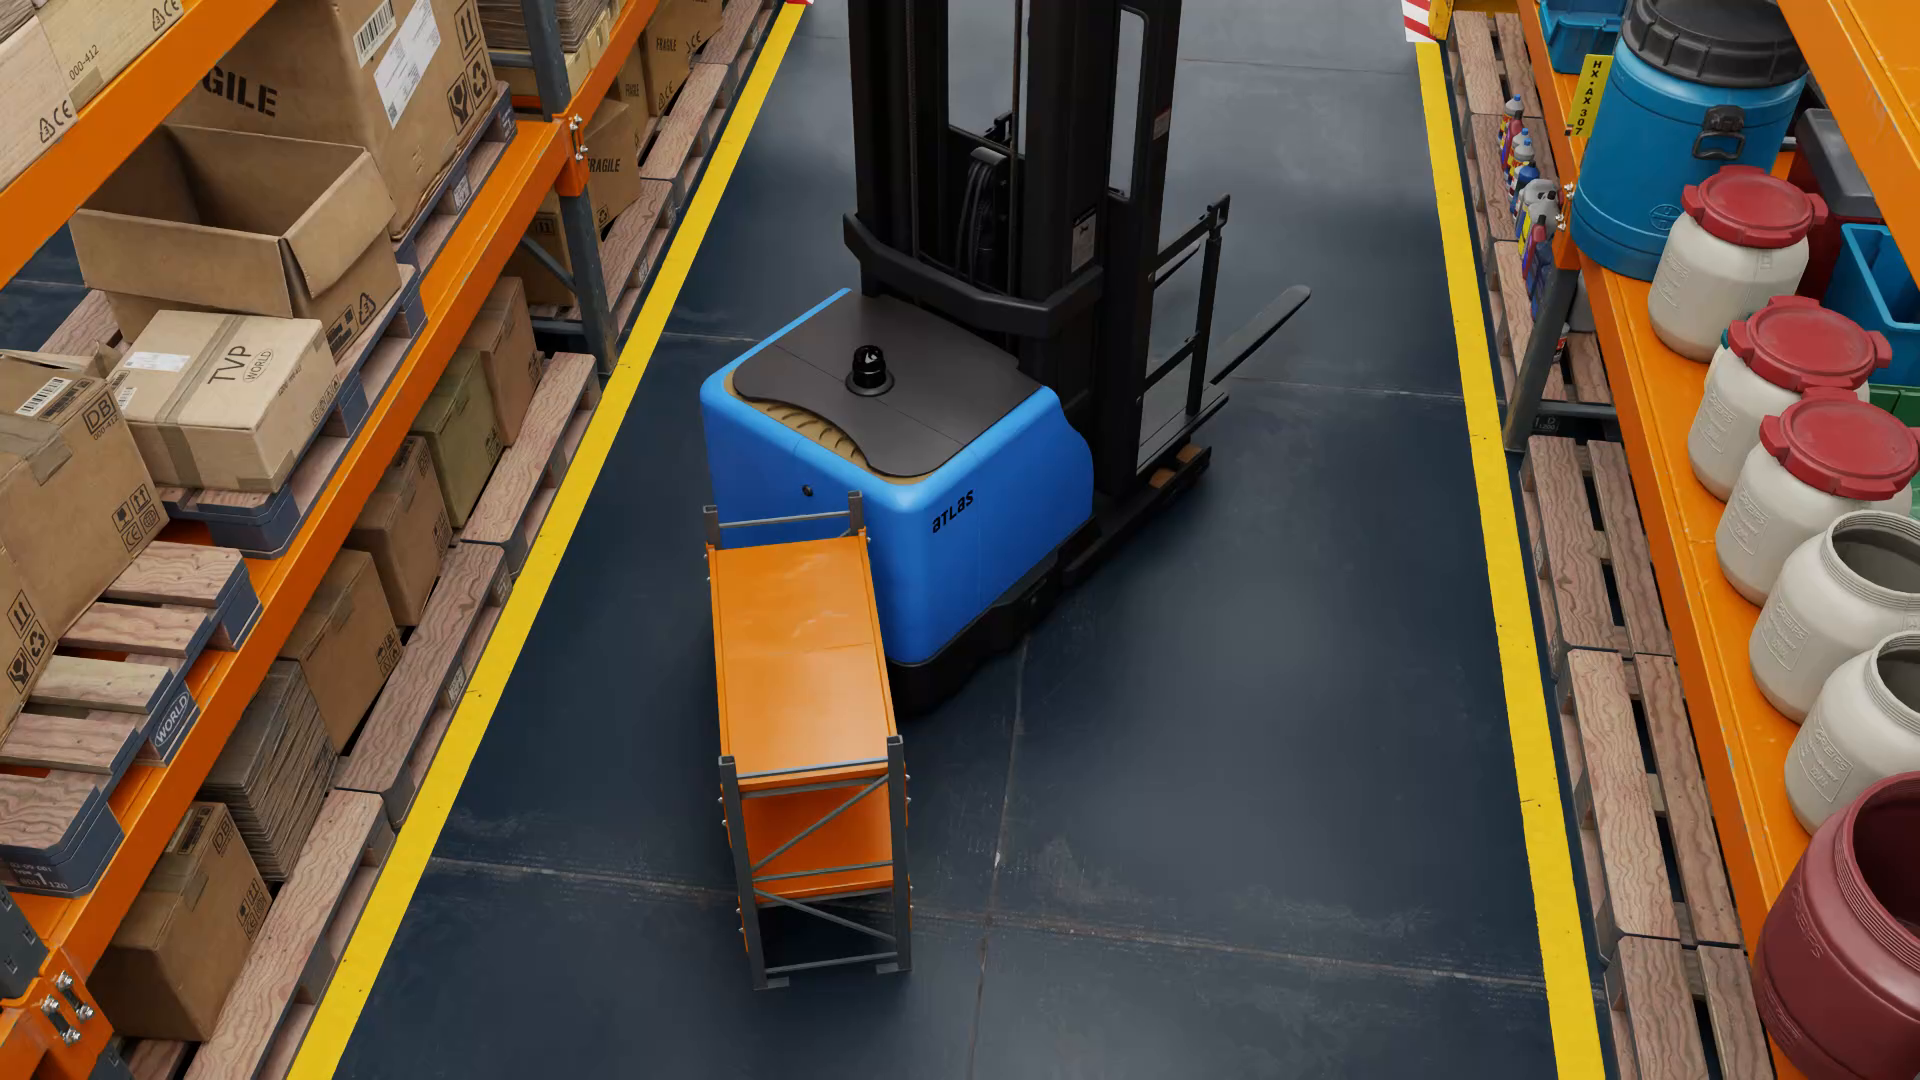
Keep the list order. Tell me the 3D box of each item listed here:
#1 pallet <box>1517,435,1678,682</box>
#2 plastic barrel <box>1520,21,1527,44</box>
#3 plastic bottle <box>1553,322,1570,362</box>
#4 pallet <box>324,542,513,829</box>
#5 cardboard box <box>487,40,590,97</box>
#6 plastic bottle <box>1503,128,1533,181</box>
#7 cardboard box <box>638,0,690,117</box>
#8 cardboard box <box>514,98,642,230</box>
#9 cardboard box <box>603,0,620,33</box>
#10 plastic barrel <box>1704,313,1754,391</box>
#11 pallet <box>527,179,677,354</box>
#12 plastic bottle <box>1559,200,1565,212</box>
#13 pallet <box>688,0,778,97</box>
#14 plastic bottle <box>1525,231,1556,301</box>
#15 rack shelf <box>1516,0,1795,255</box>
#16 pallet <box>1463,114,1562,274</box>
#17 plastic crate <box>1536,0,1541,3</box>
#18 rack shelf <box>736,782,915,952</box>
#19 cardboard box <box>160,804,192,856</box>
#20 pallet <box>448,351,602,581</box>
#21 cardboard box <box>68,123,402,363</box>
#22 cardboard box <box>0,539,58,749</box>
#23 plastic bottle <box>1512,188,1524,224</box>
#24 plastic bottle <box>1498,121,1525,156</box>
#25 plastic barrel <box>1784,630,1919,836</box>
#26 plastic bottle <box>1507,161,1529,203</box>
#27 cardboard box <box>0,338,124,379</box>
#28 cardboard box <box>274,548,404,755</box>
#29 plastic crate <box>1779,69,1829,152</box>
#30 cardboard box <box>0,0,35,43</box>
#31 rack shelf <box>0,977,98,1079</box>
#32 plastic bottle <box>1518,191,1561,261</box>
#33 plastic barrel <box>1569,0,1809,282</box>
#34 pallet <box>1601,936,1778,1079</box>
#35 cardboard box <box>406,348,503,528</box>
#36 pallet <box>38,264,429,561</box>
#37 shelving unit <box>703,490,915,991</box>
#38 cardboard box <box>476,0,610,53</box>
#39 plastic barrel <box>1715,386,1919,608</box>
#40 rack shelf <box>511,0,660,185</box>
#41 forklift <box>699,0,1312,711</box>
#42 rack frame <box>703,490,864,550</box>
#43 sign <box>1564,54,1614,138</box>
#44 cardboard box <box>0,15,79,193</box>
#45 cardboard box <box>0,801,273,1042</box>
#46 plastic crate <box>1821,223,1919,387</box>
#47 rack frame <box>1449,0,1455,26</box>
[{"bbox_3d":[2.777,0.089,6.502,1.003,0.211,1.213,5,44,6],"label":"pallet"},{"bbox_3d":[3.360,-2.982,9.222,0.421,0.512,0.421,0,43,0],"label":"plastic barrel"},{"bbox_3d":[2.581,-0.881,7.214,0.097,0.201,0.097,0,43,0],"label":"plastic bottle"},{"bbox_3d":[-2.328,0.465,6.106,1.003,0.211,1.213,5,44,6],"label":"pallet"},{"bbox_3d":[-1.741,-1.940,6.800,0.380,0.149,0.250,5,44,6],"label":"cardboard box"},{"bbox_3d":[2.777,-1.916,8.257,0.097,0.271,0.097,0,43,0],"label":"plastic bottle"},{"bbox_3d":[-1.784,-2.624,8.852,0.500,0.500,0.500,9,44,9],"label":"cardboard box"},{"bbox_3d":[-1.907,-1.817,8.000,0.500,0.500,0.500,19,46,19],"label":"cardboard box"},{"bbox_3d":[-1.689,-2.282,7.162,0.380,0.149,0.250,5,44,6],"label":"cardboard box"},{"bbox_3d":[2.515,-0.524,5.222,0.301,0.262,0.301,0,43,0],"label":"plastic barrel"},{"bbox_3d":[-2.014,-1.361,8.034,1.003,0.211,1.213,5,44,6],"label":"pallet"},{"bbox_3d":[2.815,-1.460,7.766,0.061,0.283,0.133,5,44,6],"label":"plastic bottle"},{"bbox_3d":[-1.691,-3.024,9.790,1.003,0.211,1.213,5,44,6],"label":"pallet"},{"bbox_3d":[2.667,-1.256,7.501,0.144,0.351,0.185,3,44,3],"label":"plastic bottle"},{"bbox_3d":[3.107,-2.564,7.799,1.077,0.370,4.000,5,44,6],"label":"rack shelf"},{"bbox_3d":[3.131,-1.737,8.431,1.003,0.211,1.213,5,44,6],"label":"pallet"},{"bbox_3d":[2.806,-2.496,7.396,0.530,0.136,0.437,5,44,6],"label":"plastic crate"},{"bbox_3d":[-0.481,0.810,5.432,0.538,0.278,1.000,-6,44,-6],"label":"rack shelf"},{"bbox_3d":[-2.537,0.830,4.644,0.500,0.250,0.500,7,44,7],"label":"cardboard box"},{"bbox_3d":[-2.169,-0.369,6.986,1.003,0.211,1.213,5,44,6],"label":"pallet"},{"bbox_3d":[-2.205,-0.913,5.152,0.797,0.503,0.637,9,44,10],"label":"cardboard box"},{"bbox_3d":[-2.564,0.253,3.923,0.500,0.500,0.500,0,43,0],"label":"cardboard box"},{"bbox_3d":[2.724,-1.615,7.989,0.097,0.201,0.097,0,43,0],"label":"plastic bottle"},{"bbox_3d":[2.809,-2.054,8.453,0.097,0.201,0.097,0,43,0],"label":"plastic bottle"},{"bbox_3d":[2.238,0.503,3.956,0.421,0.512,0.421,0,43,0],"label":"plastic barrel"},{"bbox_3d":[2.751,-1.755,8.137,0.097,0.201,0.097,0,43,0],"label":"plastic bottle"},{"bbox_3d":[-2.643,-0.451,4.837,0.396,0.266,0.258,4,44,4],"label":"cardboard box"},{"bbox_3d":[-2.399,0.337,5.711,0.700,0.500,0.500,9,44,9],"label":"cardboard box"},{"bbox_3d":[3.037,-1.785,6.498,0.767,0.338,0.504,5,44,6],"label":"plastic crate"},{"bbox_3d":[-2.208,-1.136,3.150,0.500,0.500,0.500,6,44,6],"label":"cardboard box"},{"bbox_3d":[-2.861,2.438,2.517,1.077,0.370,4.000,5,44,6],"label":"rack shelf"},{"bbox_3d":[2.710,-1.476,7.734,0.144,0.351,0.185,5,44,5],"label":"plastic bottle"},{"bbox_3d":[2.491,-1.408,5.691,0.600,0.901,0.708,5,44,6],"label":"plastic barrel"},{"bbox_3d":[2.454,1.752,4.746,1.003,0.211,1.213,5,44,6],"label":"pallet"},{"bbox_3d":[-2.252,-0.425,6.515,0.700,0.500,0.500,5,44,5],"label":"cardboard box"},{"bbox_3d":[-2.375,-0.469,5.204,1.003,0.211,1.213,5,44,6],"label":"pallet"},{"bbox_3d":[-0.481,0.632,5.264,0.538,1.125,1.048,-6,44,-6],"label":"shelving unit"},{"bbox_3d":[-1.947,-2.358,6.769,0.875,0.500,0.500,5,44,6],"label":"cardboard box"},{"bbox_3d":[2.344,-0.085,4.559,0.433,0.535,0.433,0,43,0],"label":"plastic barrel"},{"bbox_3d":[-1.803,-3.014,8.275,1.077,0.370,4.000,5,44,6],"label":"rack shelf"},{"bbox_3d":[0.399,-1.398,6.094,1.130,2.935,3.031,29,51,27],"label":"forklift"},{"bbox_3d":[-0.558,0.287,5.629,0.500,1.125,0.032,-6,44,-6],"label":"rack frame"},{"bbox_3d":[2.298,-1.620,6.078,0.100,0.325,0.005,5,44,6],"label":"sign"},{"bbox_3d":[-2.213,-0.868,3.412,0.500,0.250,0.500,6,44,7],"label":"cardboard box"},{"bbox_3d":[-2.527,1.103,4.901,0.700,0.500,0.500,3,44,3],"label":"cardboard box"},{"bbox_3d":[3.005,-0.676,5.294,0.392,0.384,0.575,5,44,6],"label":"plastic crate"},{"bbox_3d":[3.371,-4.188,8.992,1.000,3.000,0.127,5,44,6],"label":"rack frame"}]
